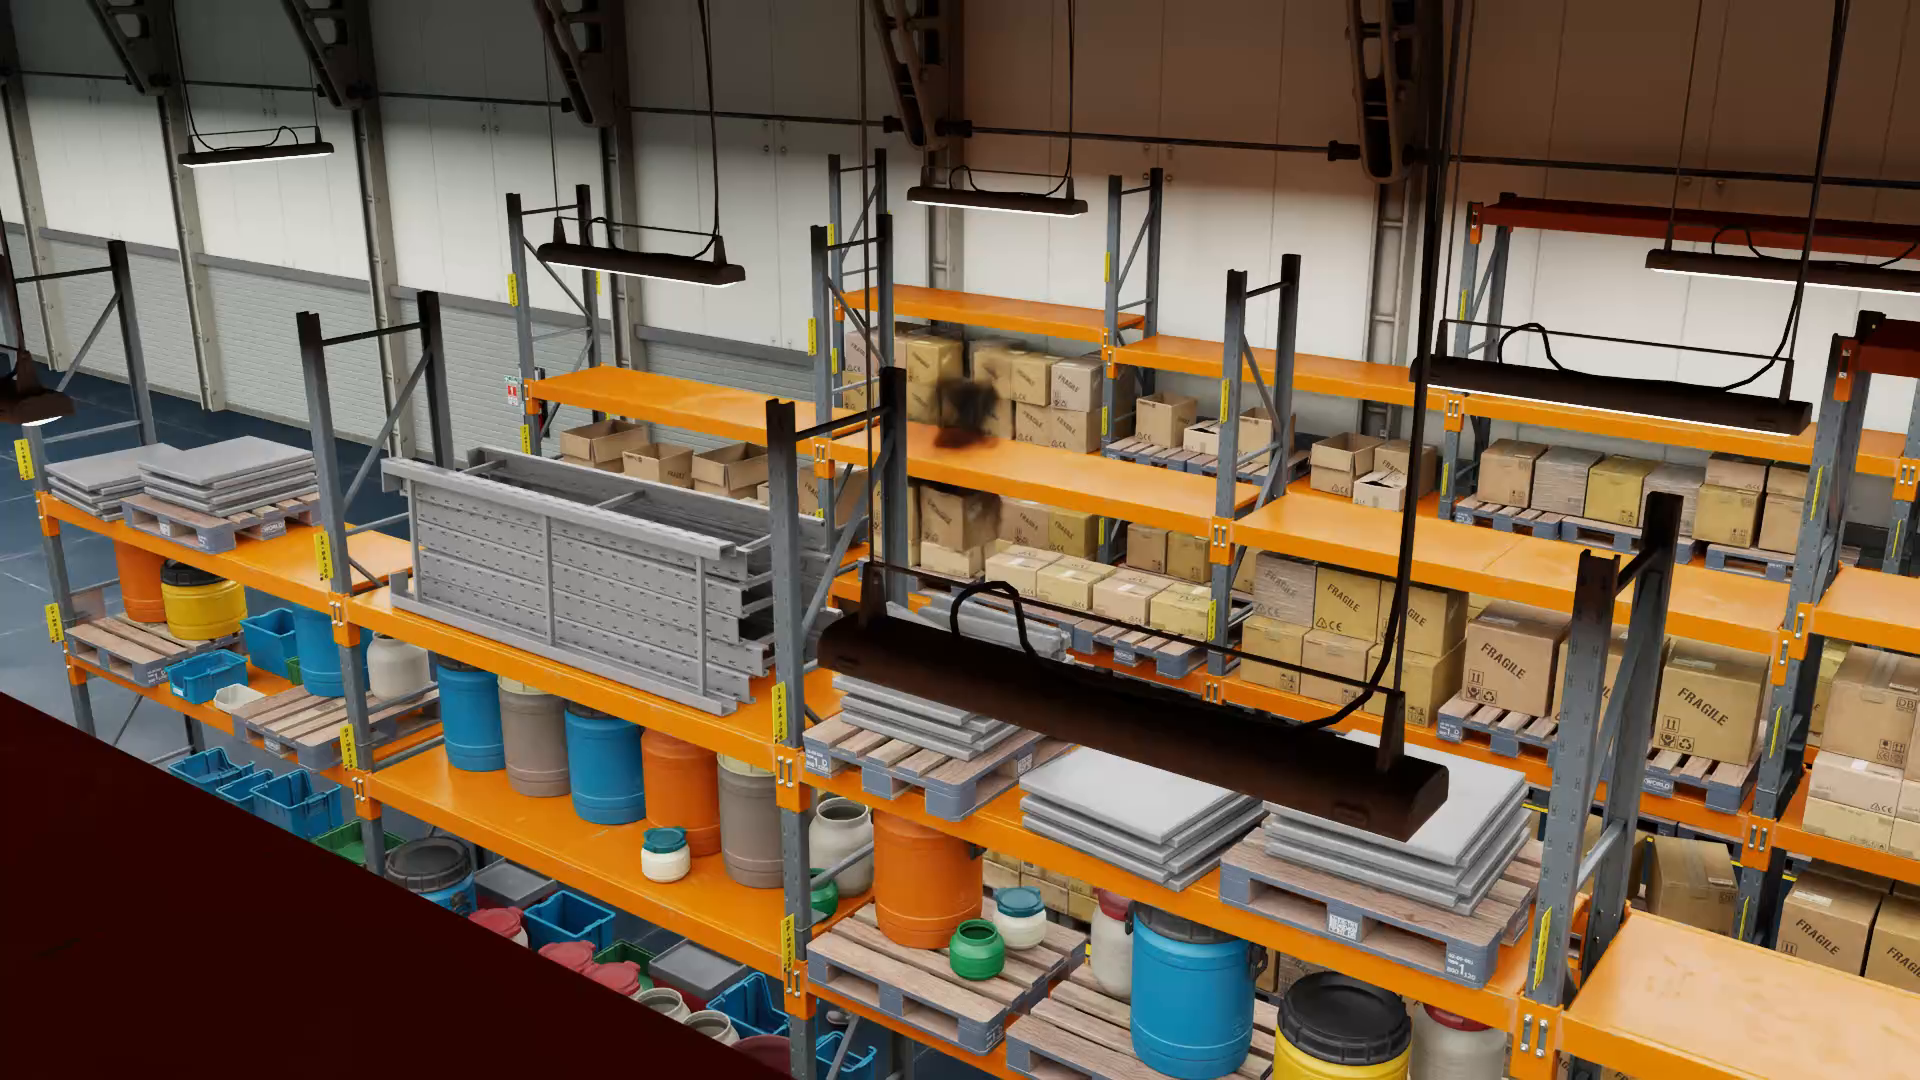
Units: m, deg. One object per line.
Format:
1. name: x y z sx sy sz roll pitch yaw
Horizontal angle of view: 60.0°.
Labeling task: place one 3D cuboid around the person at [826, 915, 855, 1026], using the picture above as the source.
1. person: -1.024 3.080 13.191 0.541 1.658 0.615 9 20 25
